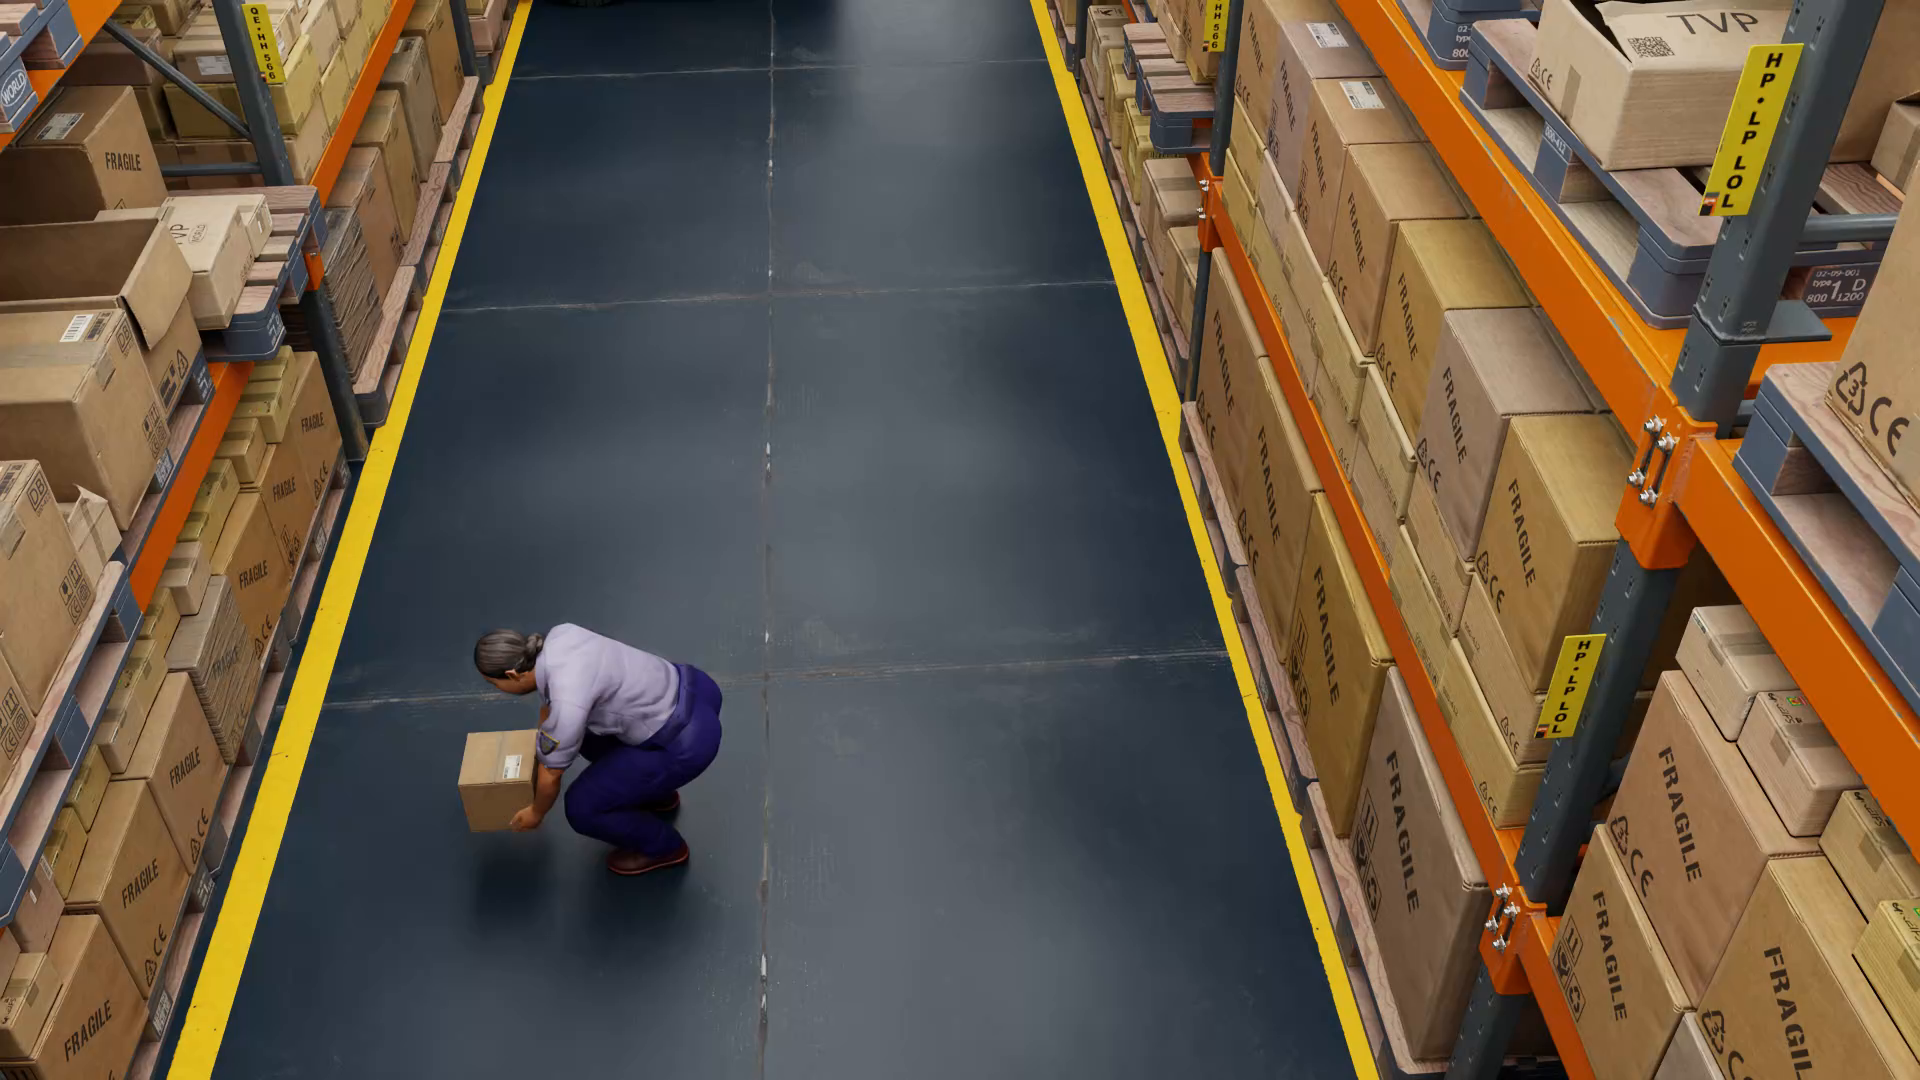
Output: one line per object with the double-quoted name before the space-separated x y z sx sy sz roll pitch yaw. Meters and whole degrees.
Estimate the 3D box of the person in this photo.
"person" -1.210 0.690 5.781 0.773 1.076 0.530 -3 39 -4
